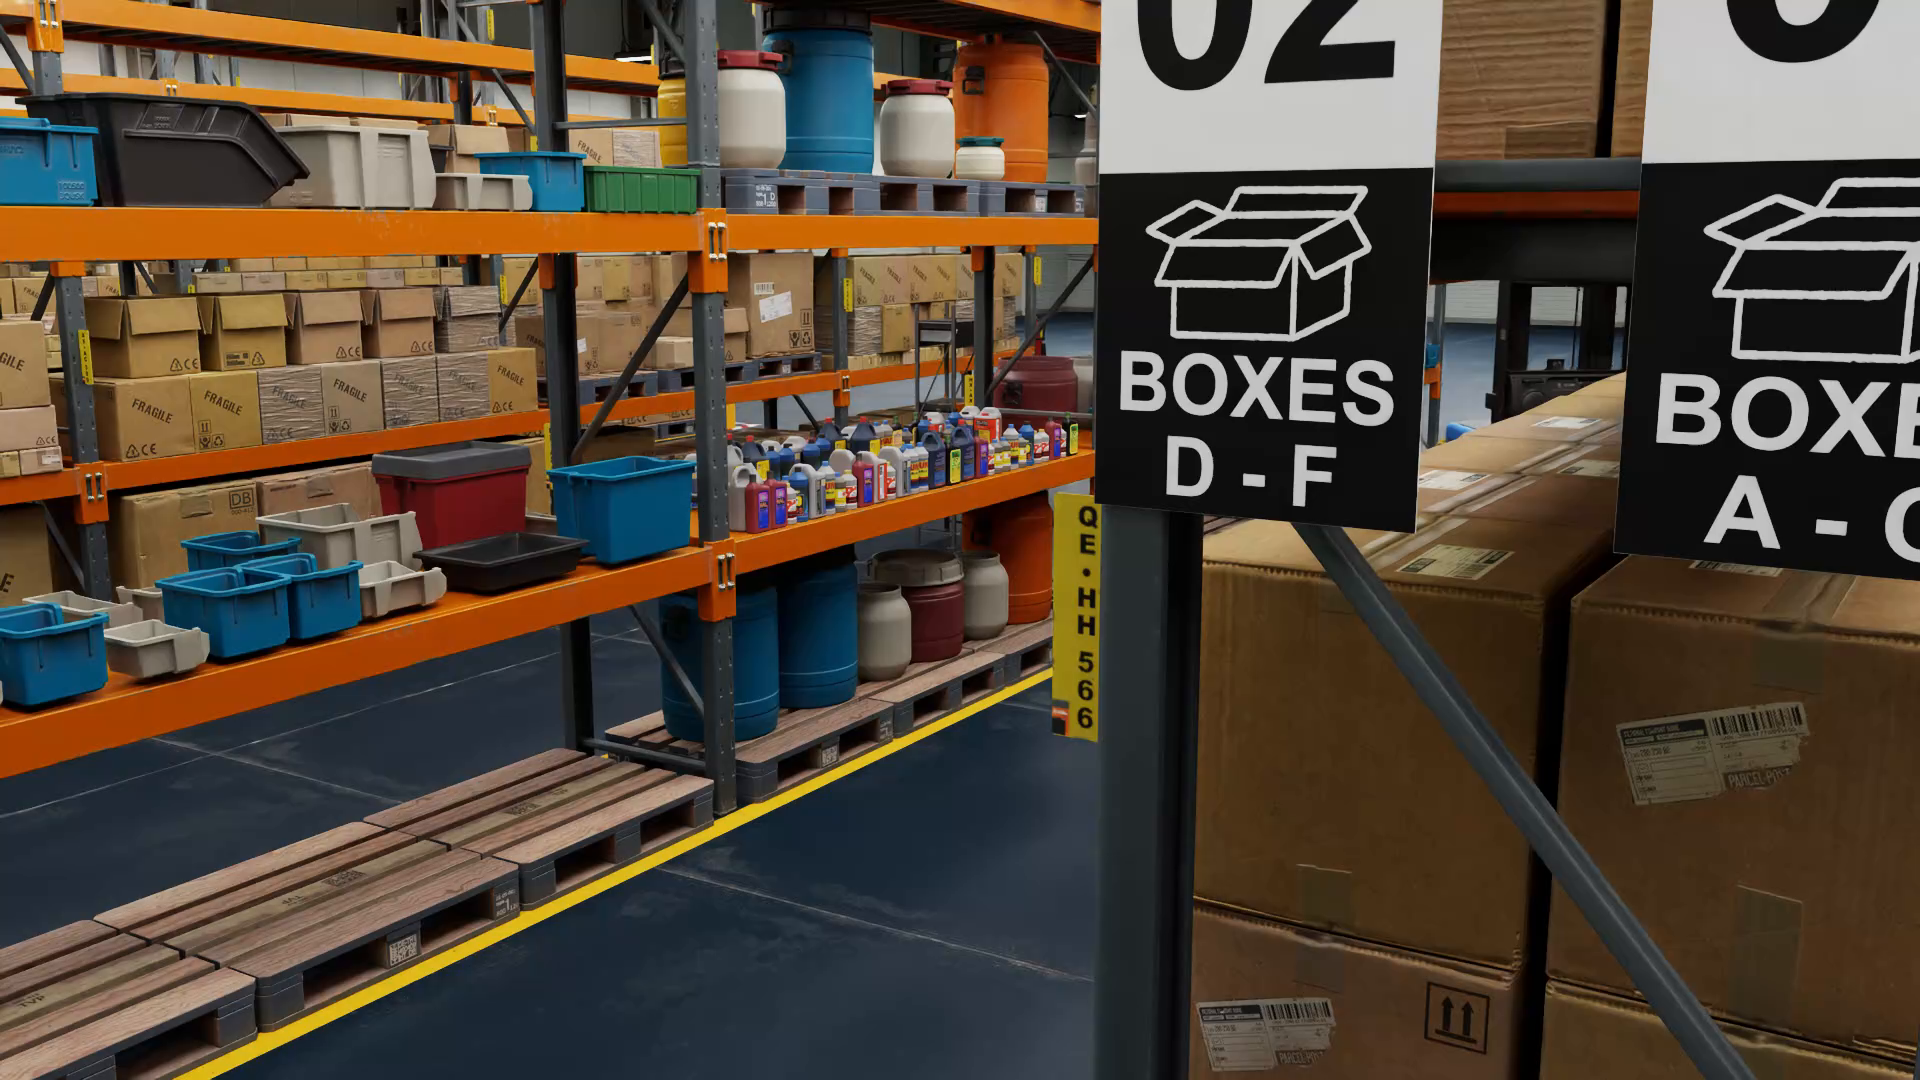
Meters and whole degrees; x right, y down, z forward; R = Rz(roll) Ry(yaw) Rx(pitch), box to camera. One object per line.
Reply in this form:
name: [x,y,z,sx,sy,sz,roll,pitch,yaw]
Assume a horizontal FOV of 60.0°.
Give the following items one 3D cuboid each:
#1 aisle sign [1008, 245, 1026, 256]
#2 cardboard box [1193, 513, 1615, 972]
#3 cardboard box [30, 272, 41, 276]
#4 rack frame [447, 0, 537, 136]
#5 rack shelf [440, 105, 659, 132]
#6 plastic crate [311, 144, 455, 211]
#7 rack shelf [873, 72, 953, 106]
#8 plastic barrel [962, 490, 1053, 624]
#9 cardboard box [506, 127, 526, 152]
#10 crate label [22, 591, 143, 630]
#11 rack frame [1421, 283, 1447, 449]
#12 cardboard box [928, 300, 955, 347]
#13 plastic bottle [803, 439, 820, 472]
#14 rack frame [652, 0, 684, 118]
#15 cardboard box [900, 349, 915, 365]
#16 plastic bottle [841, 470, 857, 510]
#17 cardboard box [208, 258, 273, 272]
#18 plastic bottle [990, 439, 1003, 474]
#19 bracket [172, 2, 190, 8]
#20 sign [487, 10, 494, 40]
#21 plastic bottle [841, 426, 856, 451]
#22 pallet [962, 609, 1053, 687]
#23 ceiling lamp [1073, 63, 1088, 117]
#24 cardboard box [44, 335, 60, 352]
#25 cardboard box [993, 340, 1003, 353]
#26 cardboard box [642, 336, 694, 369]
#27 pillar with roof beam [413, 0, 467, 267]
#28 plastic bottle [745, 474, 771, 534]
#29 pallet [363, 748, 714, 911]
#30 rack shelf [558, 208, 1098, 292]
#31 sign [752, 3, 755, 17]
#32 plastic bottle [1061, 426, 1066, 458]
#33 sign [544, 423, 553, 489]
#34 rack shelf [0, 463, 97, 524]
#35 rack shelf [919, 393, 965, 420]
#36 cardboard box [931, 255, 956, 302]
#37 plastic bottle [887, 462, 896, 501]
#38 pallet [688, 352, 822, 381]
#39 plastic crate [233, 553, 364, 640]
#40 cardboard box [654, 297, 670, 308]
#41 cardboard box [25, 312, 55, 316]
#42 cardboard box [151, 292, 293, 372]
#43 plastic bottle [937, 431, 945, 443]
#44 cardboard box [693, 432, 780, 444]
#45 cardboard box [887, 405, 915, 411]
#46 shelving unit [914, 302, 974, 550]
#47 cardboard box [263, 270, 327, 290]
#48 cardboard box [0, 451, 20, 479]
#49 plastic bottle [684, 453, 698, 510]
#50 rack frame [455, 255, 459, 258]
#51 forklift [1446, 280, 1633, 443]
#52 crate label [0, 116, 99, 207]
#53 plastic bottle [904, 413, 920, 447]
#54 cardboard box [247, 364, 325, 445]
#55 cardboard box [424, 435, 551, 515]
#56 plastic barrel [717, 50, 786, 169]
aisle sign: [0.761,-3.839,20.157,0.394,0.787,0.004,6,12,31]
cardboard box: [0.626,0.247,2.411,0.500,0.500,0.500,6,12,30]
cardboard box: [-13.899,-3.907,24.744,0.380,0.149,0.250,7,13,32]
rack frame: [-3.681,-4.270,13.225,1.000,3.000,0.127,6,12,31]
rack shelf: [-4.753,-5.154,20.984,1.077,0.370,4.000,6,12,31]
plastic crate: [-2.404,-1.460,6.721,0.497,0.269,0.590,6,12,31]
rack shelf: [-0.566,-4.859,18.331,1.077,0.370,4.000,6,12,31]
plastic barrel: [0.313,0.090,10.990,0.600,0.830,0.708,6,12,31]
cardboard box: [-3.647,-3.190,13.974,0.500,0.500,0.500,7,13,32]
crate label: [-3.046,0.274,5.807,0.396,0.136,0.243,6,12,31]
rack frame: [4.705,-2.107,17.970,1.000,3.000,0.127,6,12,31]
cardboard box: [-0.560,-2.449,18.719,0.875,0.500,0.500,6,12,31]
plastic bottle: [-0.838,-0.434,9.387,0.097,0.271,0.097,0,11,0]
rack frame: [-3.714,-6.018,22.561,1.000,3.000,0.127,6,12,31]
cardboard box: [-0.702,-1.988,18.018,0.380,0.149,0.250,6,12,31]
plastic bottle: [-0.584,-0.262,8.656,0.097,0.201,0.097,0,11,0]
cardboard box: [-9.660,-3.633,22.324,0.700,0.500,0.500,6,12,30]
plastic bottle: [0.208,-0.502,9.938,0.097,0.201,0.097,0,11,0]
bracket: [-12.855,-8.726,27.243,0.235,0.232,0.430,6,12,31]
sign: [-5.321,-5.837,18.841,0.100,0.325,0.005,6,12,31]
plastic bottle: [-0.669,-0.532,9.897,0.152,0.276,0.135,6,12,31]
pallet: [0.178,0.650,10.822,1.003,0.211,1.213,6,12,31]
ceiling lamp: [4.255,-13.451,46.402,2.000,3.185,0.800,6,12,31]
cardboard box: [-8.268,-1.757,14.837,0.380,0.149,0.250,6,12,30]
cardboard box: [0.285,-2.308,19.729,0.380,0.149,0.250,6,12,31]
cardboard box: [-2.614,-1.696,15.042,0.500,0.250,0.500,6,12,29]
pillar with roof beam: [-6.579,-7.458,30.251,9.100,9.000,0.548,6,12,31]
plastic bottle: [-0.970,-0.179,7.990,0.061,0.283,0.133,6,12,31]
pallet: [-1.873,1.271,7.508,1.003,0.211,1.213,6,12,31]
rack shelf: [-0.486,-1.655,9.359,1.077,0.370,4.000,6,12,31]
sign: [-2.059,-5.452,16.784,0.100,0.325,0.005,6,12,31]
plastic bottle: [0.631,-0.630,10.622,0.097,0.201,0.097,0,11,0]
sign: [-1.994,-0.408,8.146,0.100,0.325,0.005,6,12,31]
rack shelf: [-6.796,-0.024,8.802,1.077,0.370,4.000,6,12,31]
rack shelf: [-0.086,-0.993,14.539,0.431,0.518,0.480,6,12,31]
cardboard box: [-0.385,-2.921,18.523,0.500,0.500,0.500,6,12,31]
plastic bottle: [-0.395,-0.319,8.963,0.097,0.201,0.097,0,11,0]
pallet: [-2.126,-1.750,16.587,1.003,0.211,1.213,6,12,31]
plastic crate: [-2.353,0.201,5.936,0.416,0.233,0.300,6,12,31]
cardboard box: [-4.135,-2.992,22.291,0.875,0.550,0.550,6,12,31]
cardboard box: [-8.542,-2.052,15.602,0.380,0.149,0.250,6,12,30]
cardboard box: [-5.067,-1.443,11.426,0.797,0.503,0.637,7,12,31]
plastic bottle: [-0.106,-0.492,9.660,0.061,0.283,0.133,6,12,31]
cardboard box: [-2.205,-0.771,16.430,0.700,0.500,0.500,6,12,30]
cardboard box: [-0.489,-1.267,19.137,0.500,0.500,0.500,8,13,36]
shelving unit: [-0.086,-1.006,14.536,0.431,2.100,0.503,6,12,31]
cardboard box: [-7.100,-2.582,17.521,0.700,0.500,0.500,6,12,30]
cardboard box: [-5.770,-0.449,9.799,0.380,0.149,0.250,7,13,32]
plastic bottle: [-1.407,-0.309,8.703,0.152,0.276,0.135,6,12,31]
rack frame: [-7.997,-3.527,25.554,1.000,3.000,0.127,6,12,31]
forklift: [4.879,-1.159,13.092,1.130,2.935,3.031,-1,11,-5]
crate label: [-2.846,-1.106,4.876,0.408,0.251,0.502,6,12,31]
plastic bottle: [-0.298,-0.664,10.583,0.061,0.283,0.133,6,12,31]
cardboard box: [-4.785,-0.948,11.509,0.500,0.500,0.500,6,12,29]
cardboard box: [-4.057,-0.377,13.364,1.225,0.875,0.875,6,12,28]
plastic barrel: [-1.037,-2.026,7.876,0.433,0.535,0.433,0,11,0]
